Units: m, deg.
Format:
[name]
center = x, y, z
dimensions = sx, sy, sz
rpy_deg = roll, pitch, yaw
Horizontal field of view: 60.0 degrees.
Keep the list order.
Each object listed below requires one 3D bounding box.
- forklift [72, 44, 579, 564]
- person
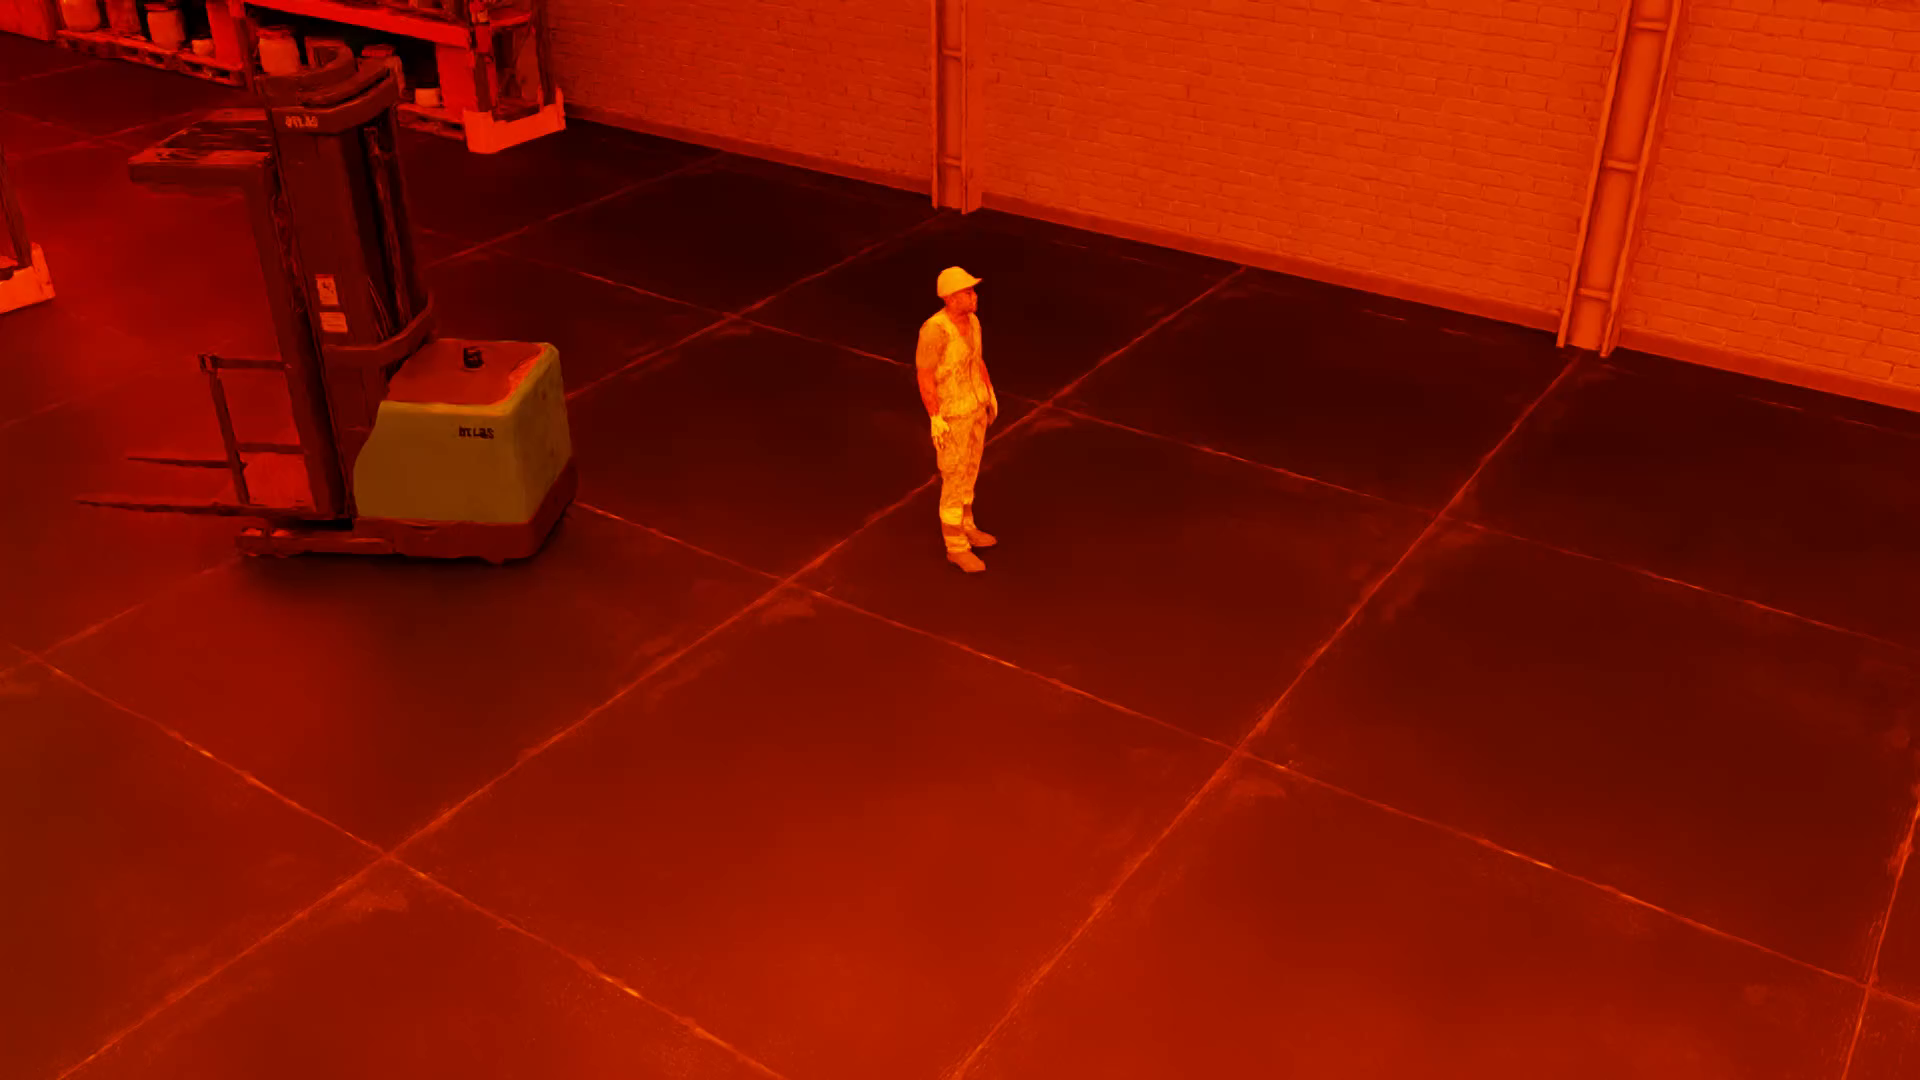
[forklift]
center = -4.066, -1.420, 10.027
dimensions = 3.031, 2.935, 1.130
rpy_deg = 3, 30, 5
[person]
center = 0.060, -0.752, 10.001
dimensions = 0.563, 1.787, 0.637
rpy_deg = 19, 35, 29
